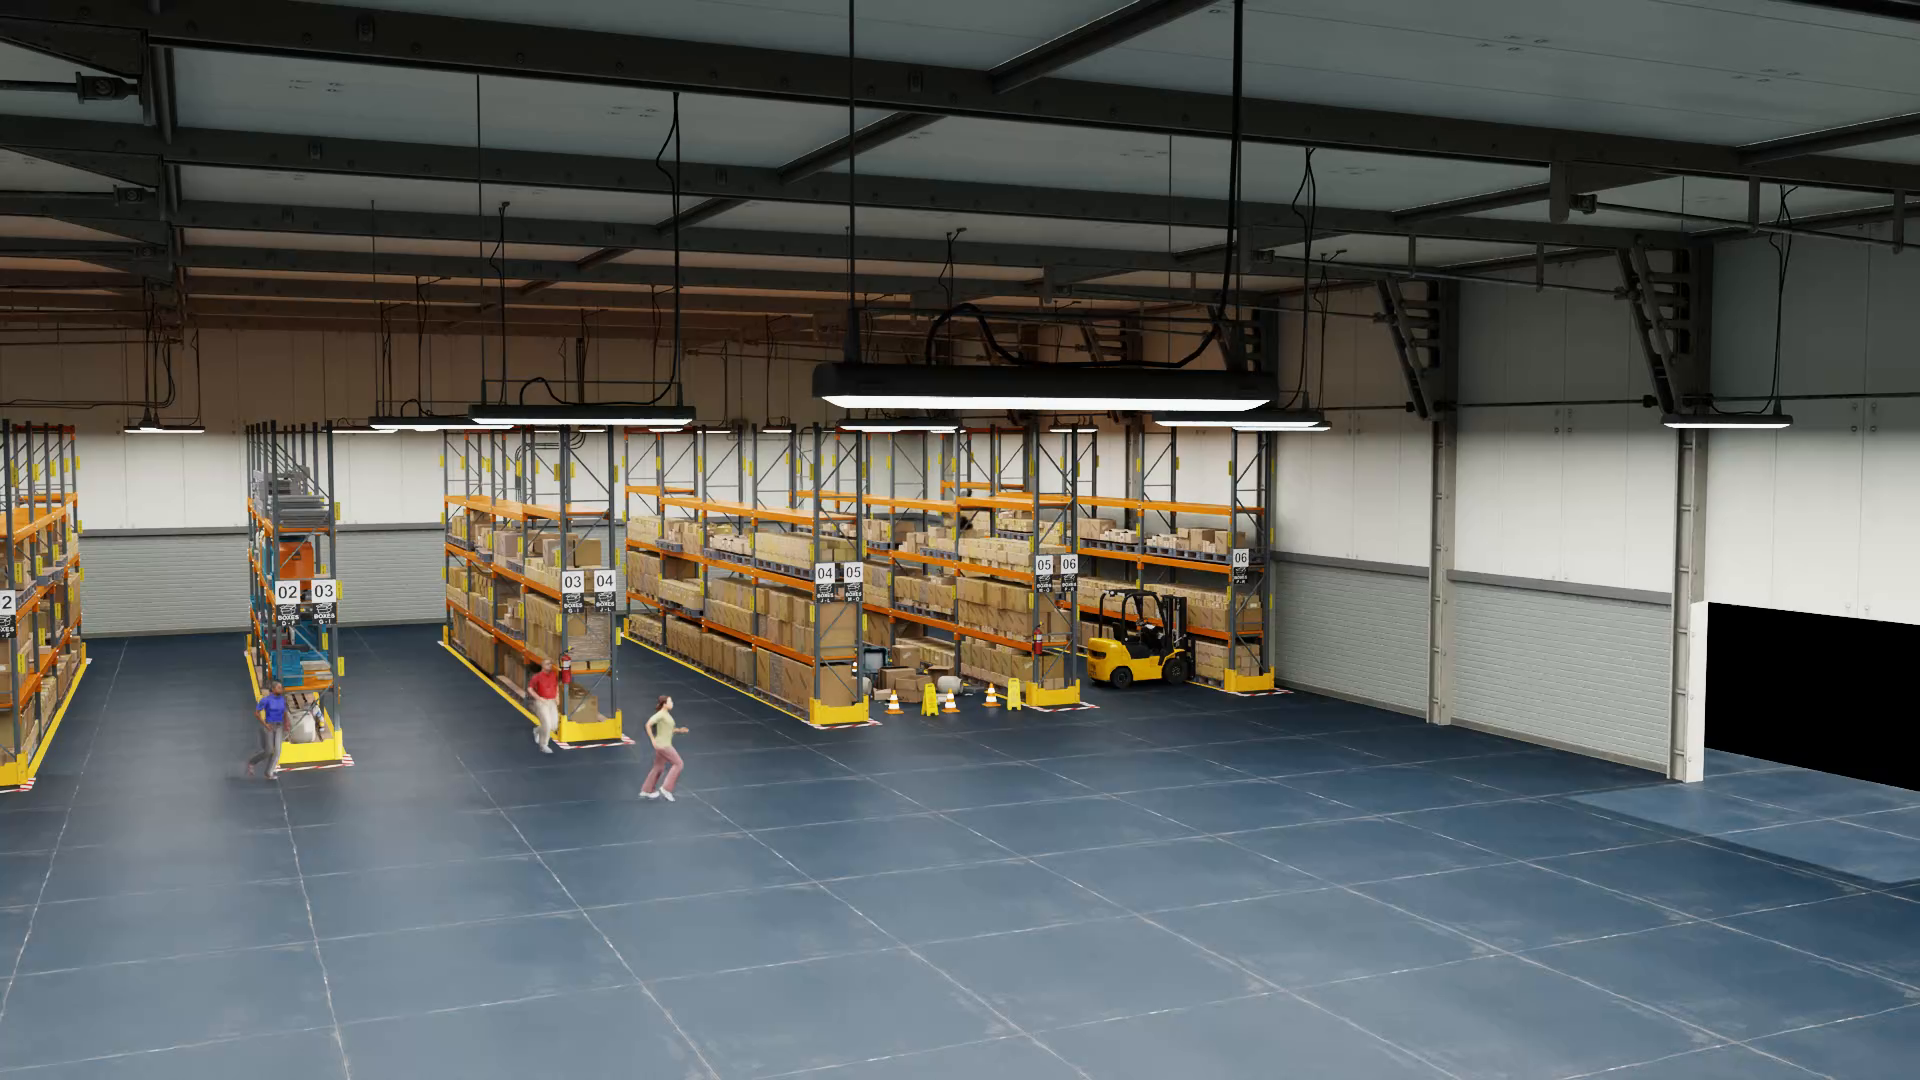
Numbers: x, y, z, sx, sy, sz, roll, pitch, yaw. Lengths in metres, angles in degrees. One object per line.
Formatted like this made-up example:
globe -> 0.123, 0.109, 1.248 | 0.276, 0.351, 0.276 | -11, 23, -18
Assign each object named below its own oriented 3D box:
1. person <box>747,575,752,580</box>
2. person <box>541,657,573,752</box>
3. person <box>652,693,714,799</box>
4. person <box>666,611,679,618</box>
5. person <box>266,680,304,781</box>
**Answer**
person -> -6.368, 1.768, 50.623 | 0.504, 1.602, 0.642 | -1, 4, -18
person -> -7.269, 3.004, 30.112 | 0.713, 1.761, 0.689 | 2, 4, 33
person -> -4.352, 3.228, 26.054 | 0.970, 1.656, 0.571 | 0, 4, 0
person -> -8.567, 1.867, 48.994 | 0.830, 1.557, 0.603 | 2, 4, 24
person -> -11.274, 3.185, 27.869 | 0.611, 1.630, 0.624 | 1, 4, 17
